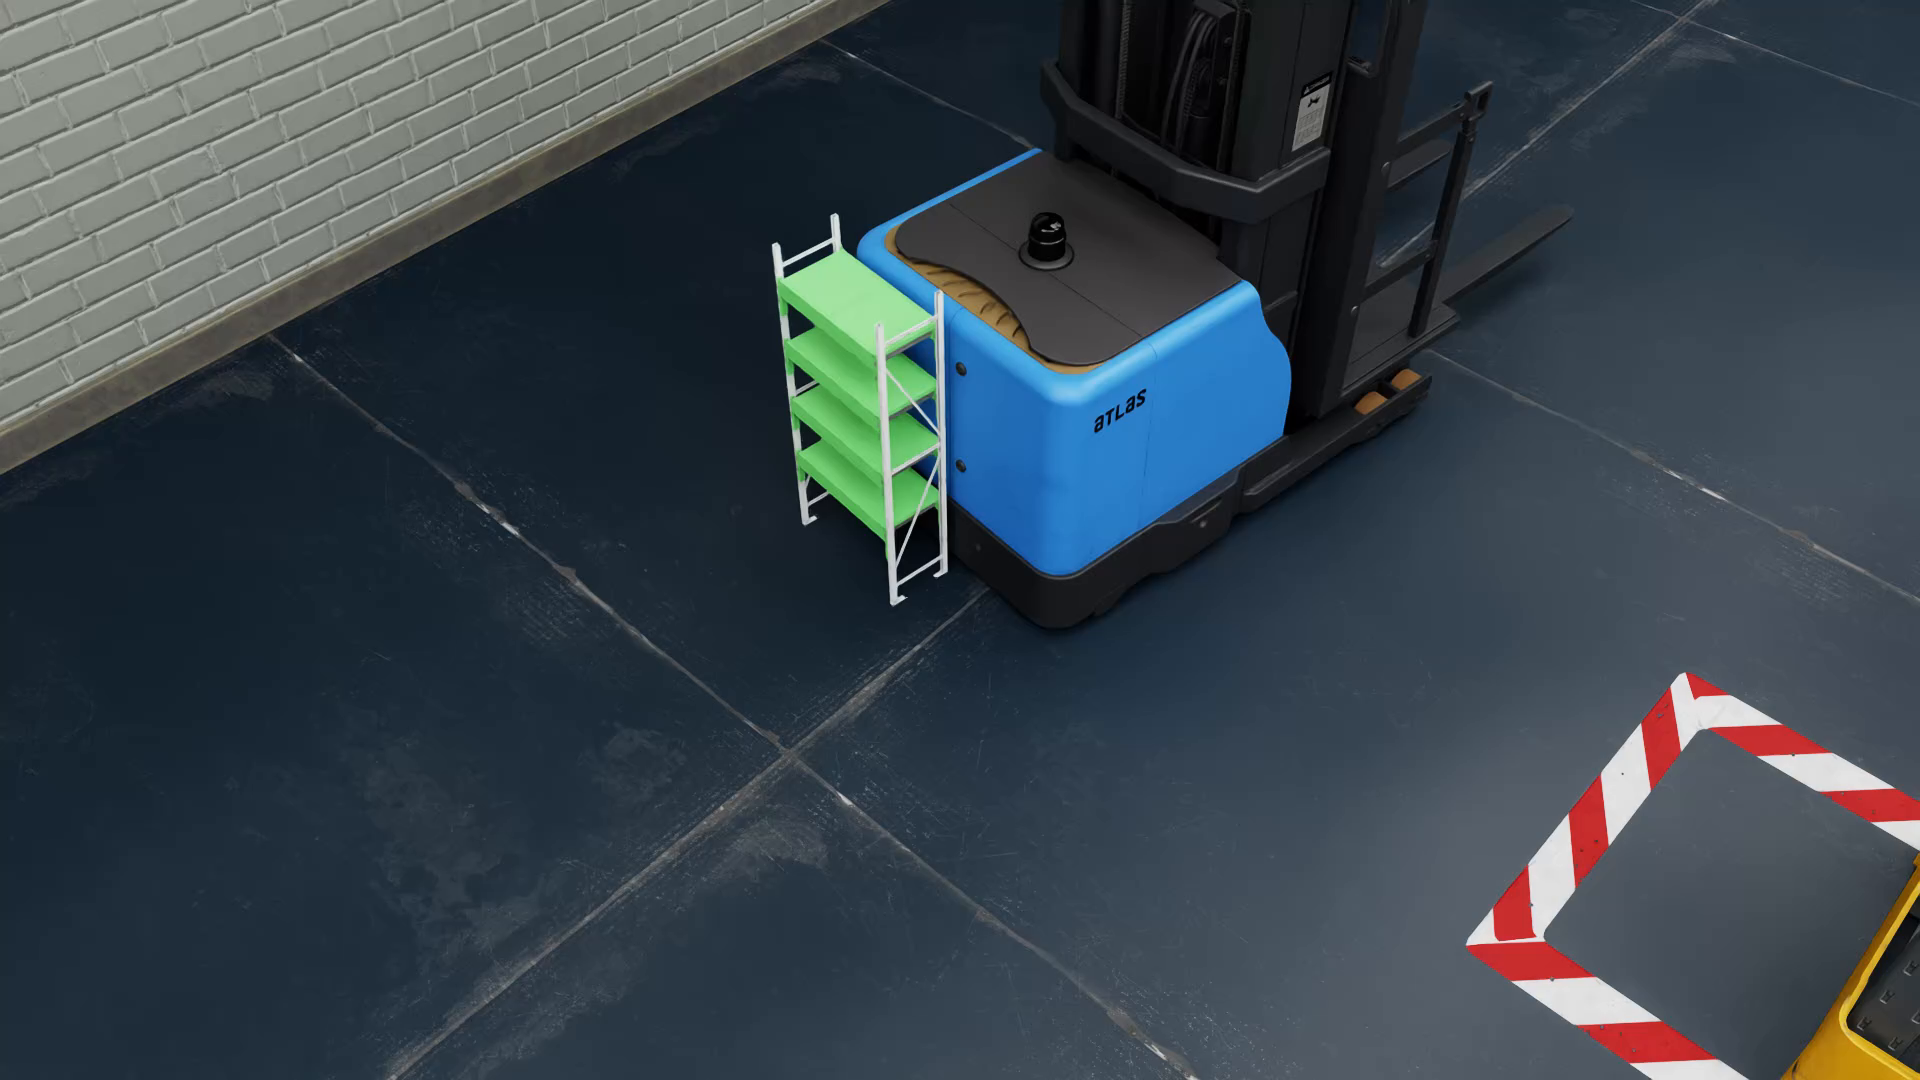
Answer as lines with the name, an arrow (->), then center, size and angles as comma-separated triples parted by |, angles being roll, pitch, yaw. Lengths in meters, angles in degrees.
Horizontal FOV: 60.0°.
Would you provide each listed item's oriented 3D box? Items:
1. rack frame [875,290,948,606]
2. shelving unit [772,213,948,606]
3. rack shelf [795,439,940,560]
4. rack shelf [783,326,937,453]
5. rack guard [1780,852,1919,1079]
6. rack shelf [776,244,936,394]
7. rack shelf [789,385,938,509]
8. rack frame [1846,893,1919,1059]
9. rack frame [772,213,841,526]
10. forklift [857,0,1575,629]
rack frame -> -0.140, -0.249, 5.159 | 0.240, 1.200, 0.015 | -32, 55, -26
shelving unit -> -0.299, -0.384, 5.286 | 0.258, 1.200, 0.503 | -32, 55, -26
rack shelf -> -0.297, -0.177, 5.508 | 0.258, 0.148, 0.480 | -32, 55, -26
rack shelf -> -0.300, -0.503, 5.157 | 0.258, 0.148, 0.480 | -32, 55, -26
rack guard -> 2.601, 1.107, 4.368 | 0.348, 0.500, 1.175 | 34, 55, 28
rack shelf -> -0.302, -0.667, 4.981 | 0.258, 0.148, 0.480 | -32, 55, -26
rack shelf -> -0.299, -0.340, 5.332 | 0.258, 0.148, 0.480 | -32, 55, -26
rack frame -> 2.542, 0.216, 3.490 | 0.053, 2.616, 0.949 | 34, 55, 28
rack frame -> -0.458, -0.519, 5.412 | 0.240, 1.200, 0.015 | -32, 55, -26
forklift -> 1.109, -1.643, 5.282 | 3.031, 2.935, 1.130 | -32, 55, -26
